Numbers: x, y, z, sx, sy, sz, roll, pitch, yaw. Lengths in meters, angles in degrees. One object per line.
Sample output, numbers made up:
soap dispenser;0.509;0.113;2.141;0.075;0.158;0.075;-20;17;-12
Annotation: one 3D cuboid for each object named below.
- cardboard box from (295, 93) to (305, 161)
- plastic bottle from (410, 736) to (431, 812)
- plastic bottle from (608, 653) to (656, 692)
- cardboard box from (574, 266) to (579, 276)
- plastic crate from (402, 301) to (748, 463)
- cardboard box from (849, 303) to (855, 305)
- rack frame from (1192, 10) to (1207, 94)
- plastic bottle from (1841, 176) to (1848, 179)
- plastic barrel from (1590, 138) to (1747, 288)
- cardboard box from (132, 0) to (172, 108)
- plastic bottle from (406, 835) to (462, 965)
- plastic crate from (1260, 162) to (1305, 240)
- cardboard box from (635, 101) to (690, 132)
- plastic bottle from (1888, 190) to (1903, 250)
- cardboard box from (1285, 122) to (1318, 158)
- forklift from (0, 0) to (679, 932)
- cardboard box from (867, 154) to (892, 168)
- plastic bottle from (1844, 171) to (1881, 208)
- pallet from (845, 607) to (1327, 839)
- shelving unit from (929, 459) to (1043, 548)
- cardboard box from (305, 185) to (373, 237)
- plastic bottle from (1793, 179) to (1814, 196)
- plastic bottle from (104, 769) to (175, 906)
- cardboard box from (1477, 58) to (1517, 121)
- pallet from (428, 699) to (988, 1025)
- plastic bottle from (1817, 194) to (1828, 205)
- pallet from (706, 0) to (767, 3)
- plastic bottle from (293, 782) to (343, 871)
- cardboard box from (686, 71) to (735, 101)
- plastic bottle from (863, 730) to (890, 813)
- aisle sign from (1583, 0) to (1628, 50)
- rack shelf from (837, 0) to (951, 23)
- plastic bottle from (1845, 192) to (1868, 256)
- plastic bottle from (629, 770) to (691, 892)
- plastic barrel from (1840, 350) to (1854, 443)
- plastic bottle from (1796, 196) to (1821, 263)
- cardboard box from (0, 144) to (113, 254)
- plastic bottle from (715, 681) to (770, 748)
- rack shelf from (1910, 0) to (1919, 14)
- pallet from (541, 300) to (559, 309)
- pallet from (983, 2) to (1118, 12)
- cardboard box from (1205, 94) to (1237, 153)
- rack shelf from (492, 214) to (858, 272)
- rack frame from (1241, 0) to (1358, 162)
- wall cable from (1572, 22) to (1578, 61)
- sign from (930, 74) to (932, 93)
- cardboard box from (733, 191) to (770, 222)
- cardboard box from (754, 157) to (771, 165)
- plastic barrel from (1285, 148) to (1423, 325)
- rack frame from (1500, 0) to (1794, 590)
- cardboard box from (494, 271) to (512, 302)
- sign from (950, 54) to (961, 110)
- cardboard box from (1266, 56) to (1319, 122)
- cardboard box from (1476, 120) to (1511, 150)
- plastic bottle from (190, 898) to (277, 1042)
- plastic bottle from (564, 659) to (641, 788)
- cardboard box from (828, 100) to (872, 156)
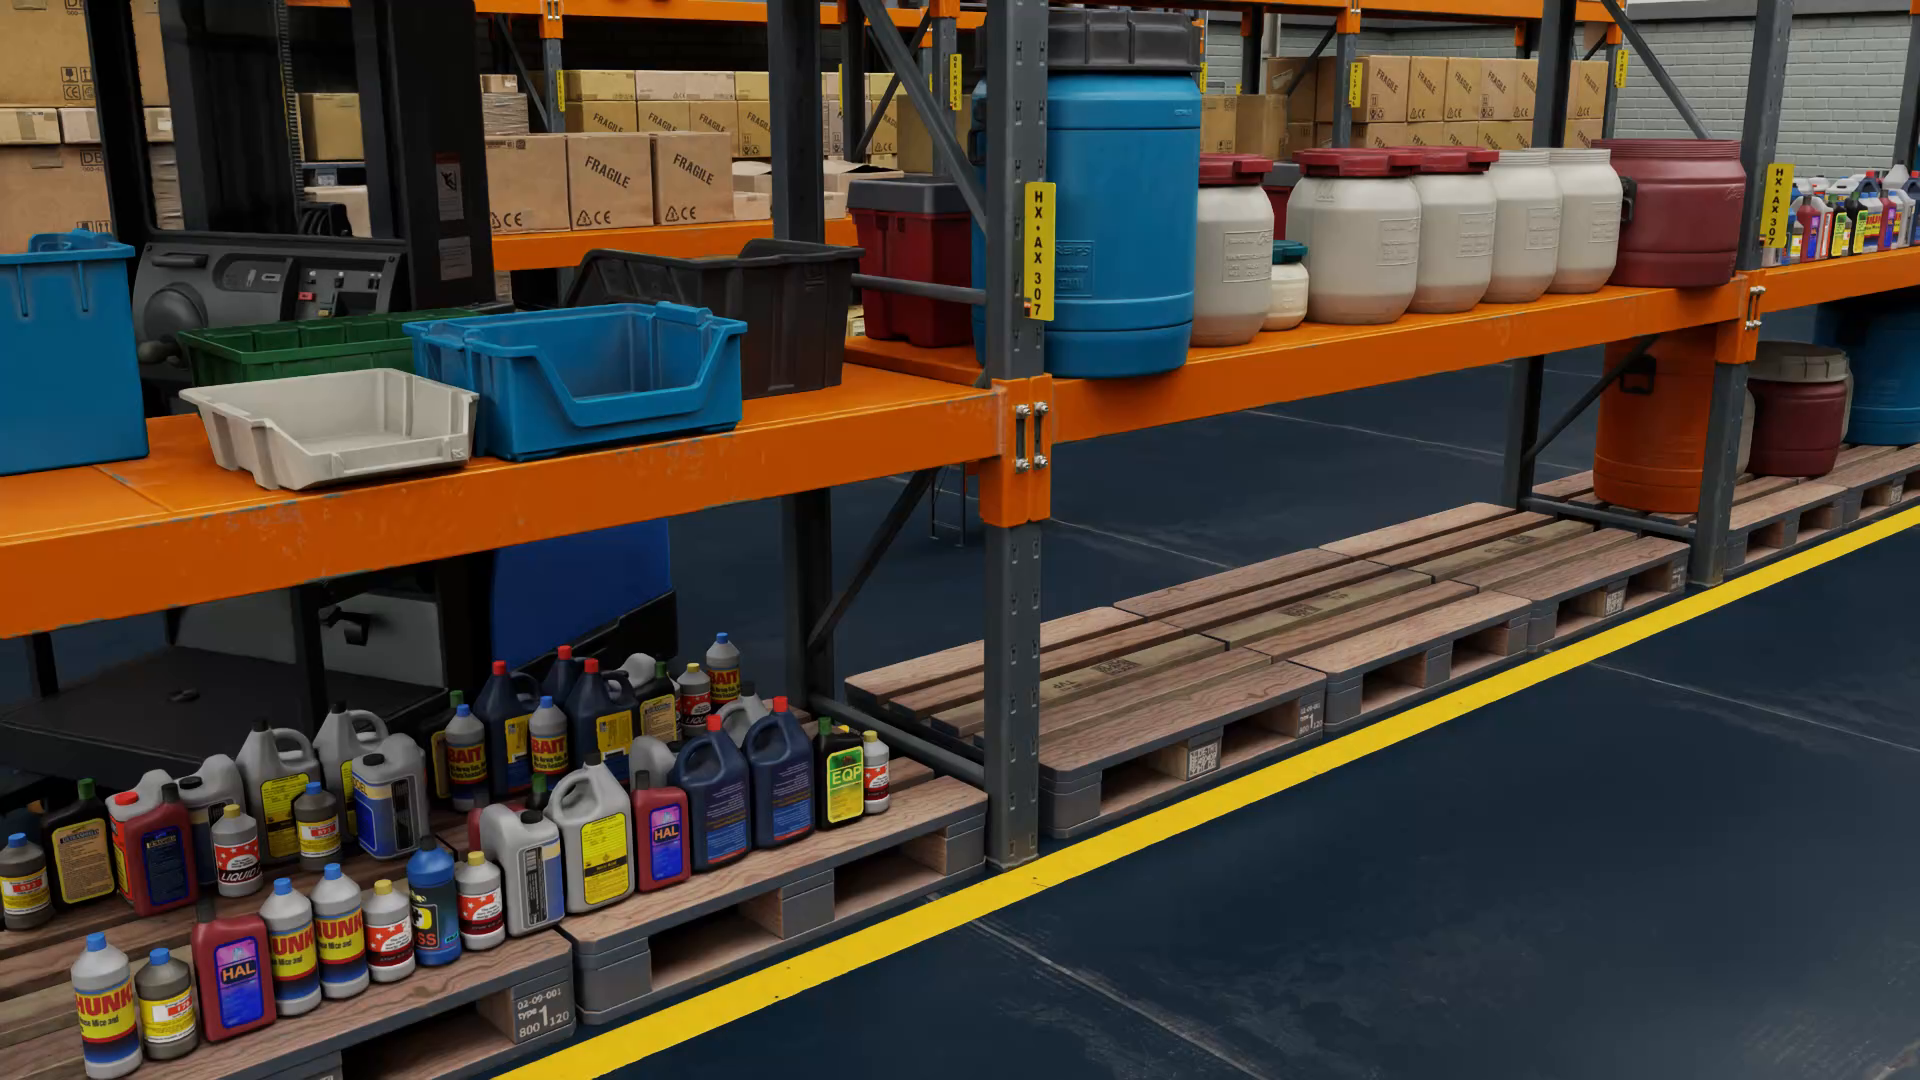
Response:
cardboard box;-5.356;-3.150;12.682;0.500;0.500;0.700;-10;18;-32
plastic bottle;-1.414;0.601;4.257;0.097;0.201;0.097;0;15;0
plastic bottle;-0.916;0.463;4.631;0.135;0.276;0.152;-12;19;-37
cardboard box;-3.007;-2.539;14.795;0.750;0.750;0.750;-13;20;-40
plastic crate;-0.818;-0.357;3.563;0.616;0.251;0.499;-13;19;-39
cardboard box;-0.981;-1.426;10.704;0.500;0.311;0.500;-12;19;-38
rack frame;2.388;-4.631;19.275;0.127;3.000;1.000;-13;19;-39
plastic bottle;4.893;-1.882;9.233;0.097;0.271;0.097;0;15;0
plastic barrel;2.705;-1.275;6.448;0.708;0.536;0.600;-13;19;-39
cardboard box;-3.741;-2.233;7.590;0.500;0.500;0.700;-13;19;-39
plastic bottle;-1.120;0.758;3.535;0.097;0.271;0.097;0;15;0
plastic crate;1.436;-1.164;6.171;0.583;0.464;0.402;-13;19;-39
cardboard box;-2.712;-3.597;14.594;0.500;0.500;0.500;-12;19;-38
plastic bottle;4.371;-1.505;7.822;0.097;0.271;0.097;0;15;0
cardboard box;2.833;-3.173;13.621;0.500;0.500;0.500;-12;19;-38
forklift;-2.036;-0.646;4.487;1.130;2.935;3.031;6;16;22
cardboard box;-0.874;-3.682;16.170;0.250;0.149;0.380;-12;19;-38
plastic bottle;4.362;-1.602;8.030;0.185;0.351;0.144;-13;19;-39
pallet;0.405;0.537;5.330;1.213;0.211;1.003;-13;19;-39
shelving unit;0.125;-0.608;7.700;0.503;1.200;0.258;-13;19;-39
cardboard box;-3.068;-1.654;8.420;0.500;0.250;0.500;-11;19;-36
plastic bottle;4.401;-1.764;8.783;0.135;0.276;0.152;-13;19;-39
plastic bottle;-1.873;0.678;3.826;0.135;0.276;0.152;-12;19;-39
cardboard box;4.331;-3.808;14.063;0.500;0.500;0.500;-12;19;-38
pallet;-0.696;0.783;4.408;1.213;0.211;1.003;-13;19;-39
plastic bottle;4.497;-1.707;8.714;0.097;0.201;0.097;0;15;0
pallet;-2.355;-4.943;14.997;1.213;0.211;1.003;-12;19;-37
plastic bottle;-1.534;0.677;3.971;0.097;0.201;0.097;0;15;0
cardboard box;-2.356;-4.043;14.812;0.500;0.250;0.500;-12;19;-39
plastic bottle;-0.231;0.592;4.291;0.097;0.201;0.097;0;15;0
aisle sign;5.895;-4.875;15.152;0.004;0.787;0.394;-13;19;-39
rack shelf;-1.902;-3.075;9.031;4.000;0.370;1.077;-13;19;-39
plastic bottle;4.049;-1.432;7.526;0.133;0.283;0.061;-13;19;-39
plastic bottle;-0.699;0.664;3.864;0.133;0.283;0.061;-11;19;-36
plastic barrel;4.433;-0.739;8.710;0.421;0.512;0.421;0;15;0
plastic bottle;3.672;-1.348;7.210;0.133;0.283;0.061;-13;19;-39
cardboard box;-4.135;-1.516;7.418;0.500;0.500;0.700;-13;20;-40
plastic bottle;-0.553;0.535;4.216;0.185;0.351;0.144;-13;19;-39
rack shelf;4.365;-2.788;7.955;4.000;0.370;1.077;-13;19;-39
pallet;-3.003;-2.048;15.006;1.213;0.211;1.003;-13;19;-39
pallet;0.914;-5.702;17.643;1.213;0.211;1.003;-13;19;-39
cardboard box;1.643;-3.075;12.443;0.500;0.500;0.700;-9;17;-31
rack shelf;-1.902;-1.626;9.418;4.000;0.370;1.077;-13;19;-39
rack frame;2.625;-2.990;13.130;0.127;3.000;1.000;-13;19;-39
wall cable;6.889;-6.918;22.228;0.112;2.526;3.097;-13;19;-39
sign;-0.266;-4.371;16.210;0.005;0.325;0.100;-13;19;-39
cardboard box;-1.318;-1.964;9.776;0.250;0.149;0.380;-11;18;-35
cardboard box;-1.894;-3.480;15.413;0.250;0.149;0.380;-12;19;-38
plastic barrel;1.257;-0.979;5.339;0.433;0.535;0.433;0;15;0
rack frame;2.856;-1.347;6.981;0.127;3.000;1.000;-13;19;-39
cardboard box;-4.156;-2.149;13.973;0.500;0.500;0.700;-12;19;-39
sign;-0.026;-2.764;10.042;0.005;0.325;0.100;-13;19;-39
cardboard box;2.836;-3.657;13.498;0.500;0.500;0.500;-13;19;-39
cardboard box;4.334;-3.329;14.208;0.500;0.500;0.500;-13;20;-40
plastic bottle;-1.424;0.827;3.254;0.133;0.283;0.061;-12;19;-38
plastic bottle;-0.948;0.482;4.415;0.185;0.351;0.144;-13;19;-39
cardboard box;-1.191;-3.940;15.877;0.500;0.500;0.500;-12;19;-39
